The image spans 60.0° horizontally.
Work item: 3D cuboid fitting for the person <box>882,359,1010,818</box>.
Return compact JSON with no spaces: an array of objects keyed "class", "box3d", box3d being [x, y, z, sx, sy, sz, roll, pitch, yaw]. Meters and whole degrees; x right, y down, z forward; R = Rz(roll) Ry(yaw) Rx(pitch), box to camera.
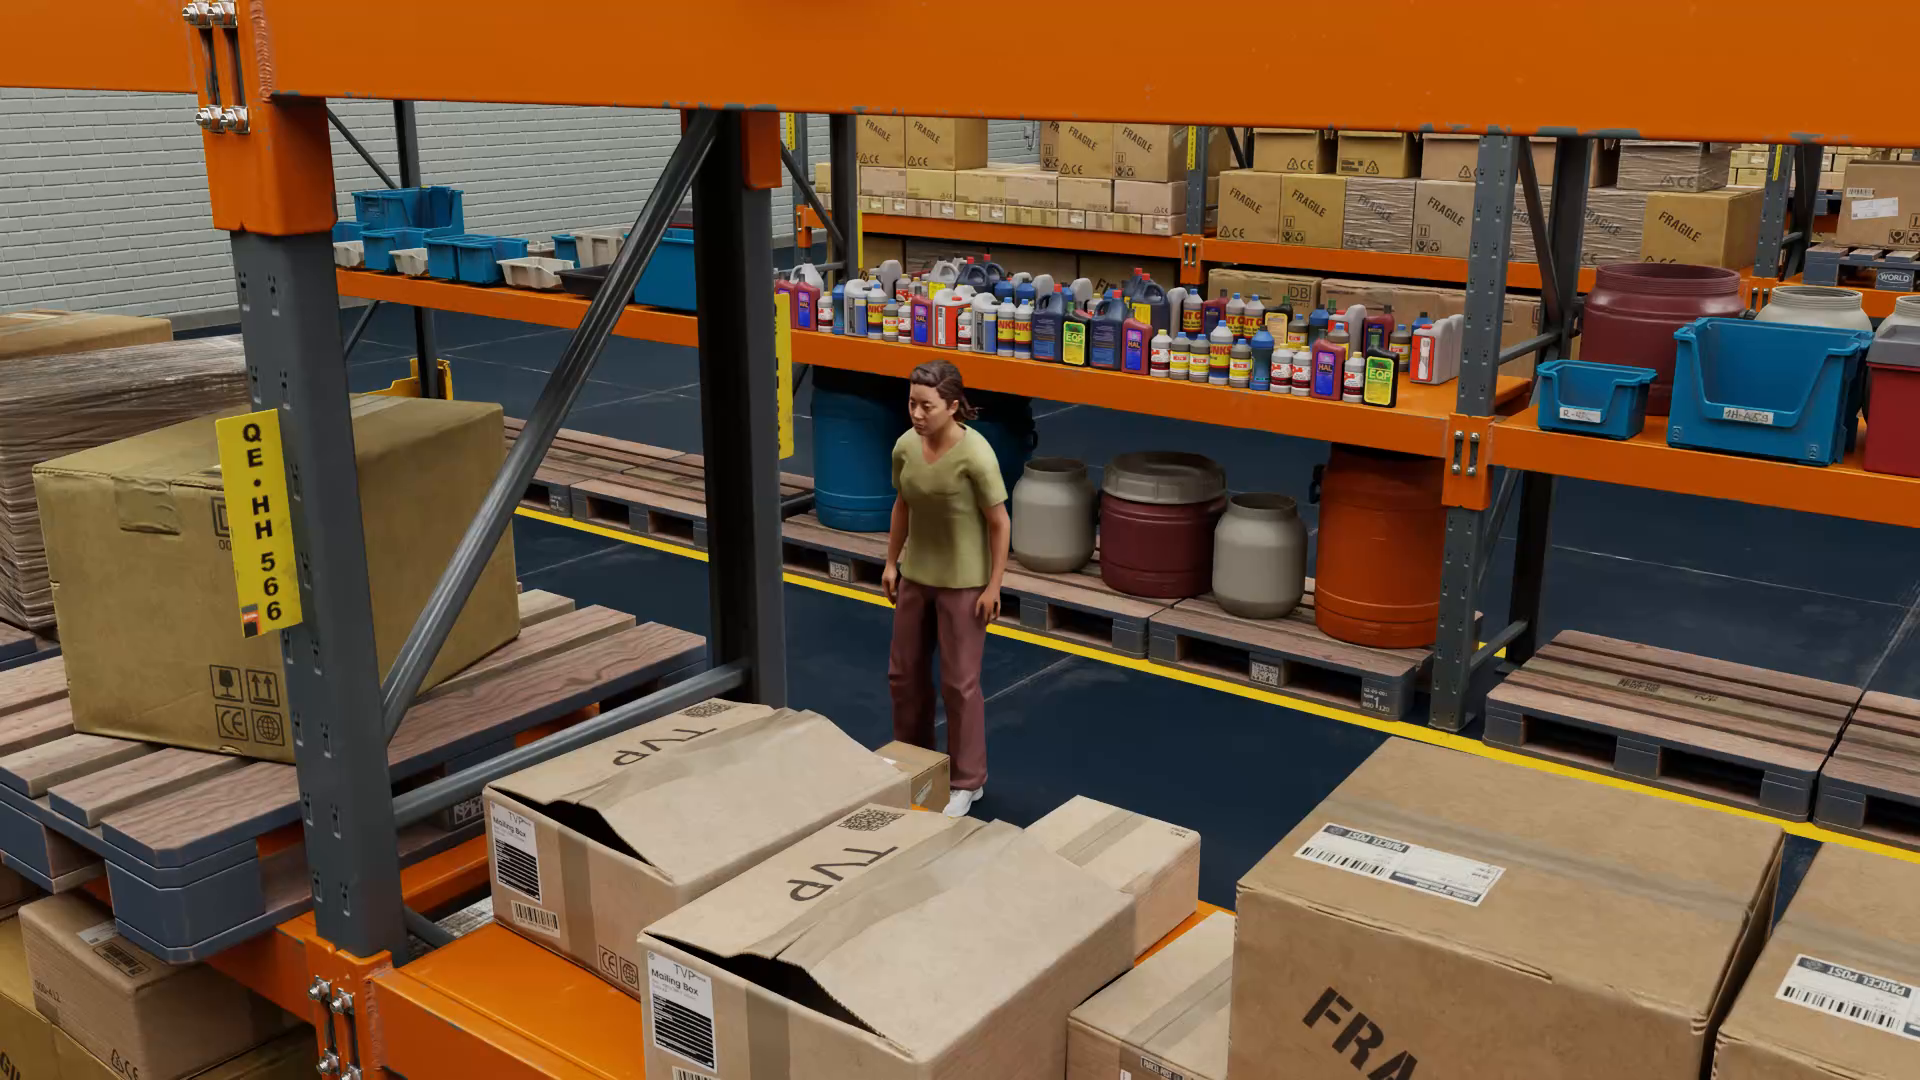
[{"class":"person","box3d":[-0.067,0.166,5.987,0.507,1.672,0.351,12,20,34]}]
